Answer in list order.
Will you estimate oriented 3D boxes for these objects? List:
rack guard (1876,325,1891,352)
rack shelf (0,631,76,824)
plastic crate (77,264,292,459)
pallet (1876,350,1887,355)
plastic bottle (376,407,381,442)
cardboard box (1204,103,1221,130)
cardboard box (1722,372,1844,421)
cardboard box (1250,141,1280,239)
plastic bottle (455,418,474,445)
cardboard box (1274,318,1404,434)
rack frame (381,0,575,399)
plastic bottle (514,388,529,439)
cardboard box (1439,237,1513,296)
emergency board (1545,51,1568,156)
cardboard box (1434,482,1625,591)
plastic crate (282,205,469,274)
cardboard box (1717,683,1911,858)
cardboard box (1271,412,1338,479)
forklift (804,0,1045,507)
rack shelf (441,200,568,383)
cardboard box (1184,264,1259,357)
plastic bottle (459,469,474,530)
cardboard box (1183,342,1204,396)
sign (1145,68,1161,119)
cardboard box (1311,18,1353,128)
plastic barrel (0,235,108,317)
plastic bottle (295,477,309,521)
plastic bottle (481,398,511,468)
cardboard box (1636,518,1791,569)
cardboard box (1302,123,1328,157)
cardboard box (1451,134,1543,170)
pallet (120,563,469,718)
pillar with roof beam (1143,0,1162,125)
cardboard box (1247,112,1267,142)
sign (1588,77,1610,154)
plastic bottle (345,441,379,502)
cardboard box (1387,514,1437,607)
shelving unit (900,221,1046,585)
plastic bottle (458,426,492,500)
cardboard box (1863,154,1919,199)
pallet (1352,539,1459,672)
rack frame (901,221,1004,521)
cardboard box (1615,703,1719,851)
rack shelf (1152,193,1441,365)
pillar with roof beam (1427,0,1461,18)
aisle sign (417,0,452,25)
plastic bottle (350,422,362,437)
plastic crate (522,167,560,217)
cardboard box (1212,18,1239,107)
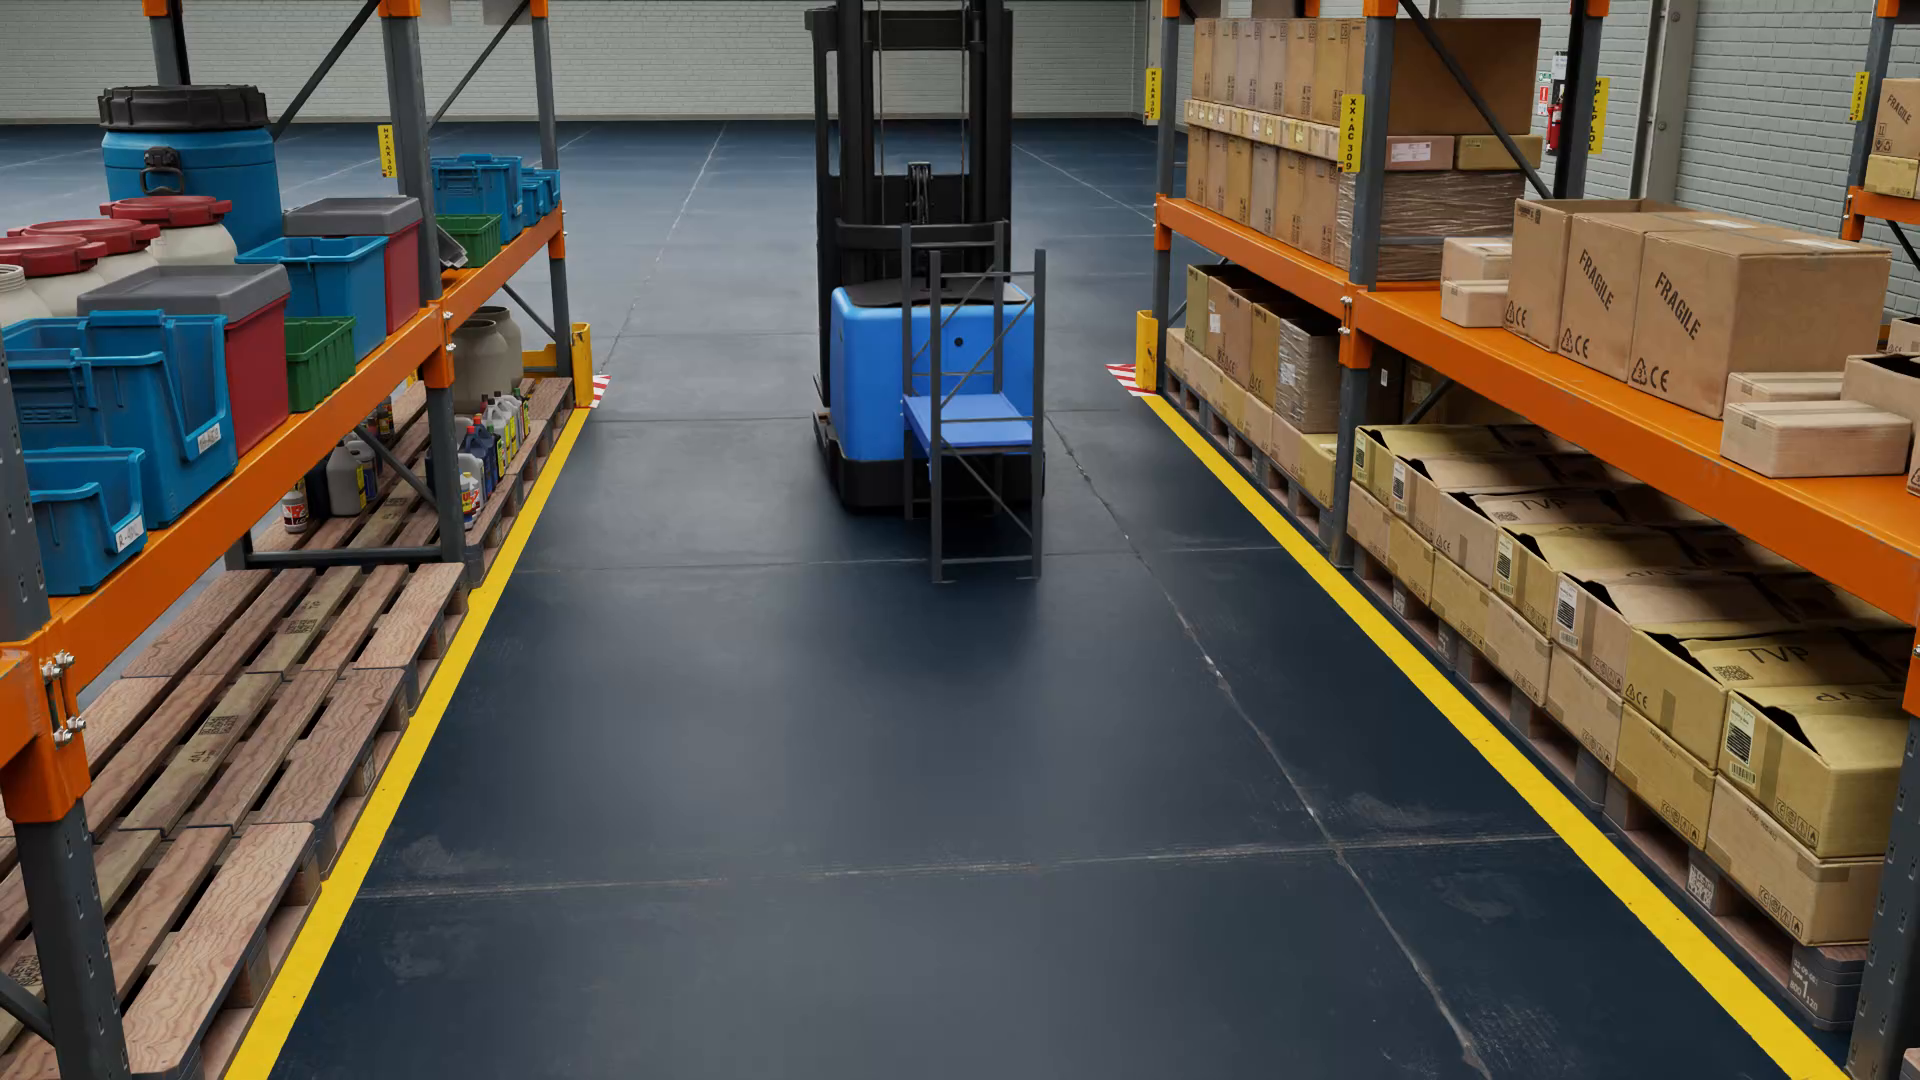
[{"bbox_3d":[6.764,-1.454,11.975,1.175,0.500,0.348,-2,18,-6],"label":"rack guard"},{"bbox_3d":[-2.067,0.959,1.316,1.077,0.370,4.000,-2,18,-6],"label":"rack shelf"},{"bbox_3d":[-2.135,-0.502,4.660,0.402,0.464,0.583,-2,18,-6],"label":"plastic crate"},{"bbox_3d":[6.813,-1.074,11.244,1.003,0.211,1.213,-2,18,-6],"label":"pallet"},{"bbox_3d":[-3.216,-0.660,9.071,0.061,0.283,0.133,-1,17,-5],"label":"plastic bottle"},{"bbox_3d":[1.710,-2.596,10.189,0.380,0.149,0.250,-2,18,-5],"label":"cardboard box"},{"bbox_3d":[2.467,-0.390,4.832,0.380,0.149,0.250,0,17,-2],"label":"cardboard box"},{"bbox_3d":[2.027,-1.963,9.254,0.700,0.500,0.500,-1,17,-4],"label":"cardboard box"},{"bbox_3d":[-2.564,-0.506,8.595,0.152,0.276,0.135,-2,18,-6],"label":"plastic bottle"},{"bbox_3d":[1.937,-0.851,8.517,0.500,0.500,0.500,-2,18,-6],"label":"cardboard box"},{"bbox_3d":[-3.098,-2.364,10.698,1.000,3.000,0.127,-2,18,-6],"label":"rack frame"},{"bbox_3d":[-2.442,-0.710,9.230,0.061,0.283,0.133,-1,17,-4],"label":"plastic bottle"},{"bbox_3d":[2.336,-1.107,6.946,0.500,0.250,0.500,-1,17,-2],"label":"cardboard box"},{"bbox_3d":[6.853,-5.013,19.137,0.194,1.169,0.643,-2,18,-6],"label":"emergency board"},{"bbox_3d":[2.138,-0.046,6.268,0.500,0.311,0.500,-2,18,-7],"label":"cardboard box"},{"bbox_3d":[-2.613,-1.302,7.421,0.767,0.338,0.504,-2,18,-6],"label":"plastic crate"},{"bbox_3d":[2.355,0.563,4.328,0.500,0.311,0.500,-1,17,-4],"label":"cardboard box"},{"bbox_3d":[1.935,-0.493,8.629,0.500,0.250,0.500,-2,18,-6],"label":"cardboard box"},{"bbox_3d":[-0.294,-1.967,9.549,1.130,2.935,3.031,-3,18,-8],"label":"forklift"},{"bbox_3d":[-2.892,-1.425,8.908,1.077,0.370,4.000,-2,18,-6],"label":"rack shelf"},{"bbox_3d":[1.717,-1.446,10.414,0.500,0.500,0.500,-2,18,-6],"label":"cardboard box"},{"bbox_3d":[-2.282,-0.189,7.590,0.097,0.271,0.097,0,17,0],"label":"plastic bottle"},{"bbox_3d":[1.719,-1.089,10.526,0.500,0.250,0.500,-2,18,-6],"label":"cardboard box"},{"bbox_3d":[1.277,-2.951,10.992,0.100,0.325,0.005,-2,18,-6],"label":"sign"},{"bbox_3d":[2.136,-2.273,8.077,0.700,0.500,0.500,-2,18,-6],"label":"cardboard box"},{"bbox_3d":[-2.685,-0.597,4.845,0.433,0.535,0.433,0,17,0],"label":"plastic barrel"},{"bbox_3d":[-3.063,-0.219,7.667,0.061,0.283,0.133,-1,17,-3],"label":"plastic bottle"},{"bbox_3d":[-2.419,-0.554,8.622,0.144,0.351,0.185,-2,18,-6],"label":"plastic bottle"},{"bbox_3d":[2.726,0.085,5.851,0.500,0.311,0.500,-2,18,-6],"label":"cardboard box"},{"bbox_3d":[1.920,-1.985,8.243,0.380,0.149,0.250,-2,18,-6],"label":"cardboard box"},{"bbox_3d":[2.407,-1.767,7.548,0.380,0.149,0.250,-2,18,-6],"label":"cardboard box"},{"bbox_3d":[-2.566,0.391,6.578,1.003,0.211,1.213,-2,18,-6],"label":"pallet"},{"bbox_3d":[0.313,-14.155,38.242,9.100,9.000,0.400,-2,18,-6],"label":"pillar with roof beam"},{"bbox_3d":[1.813,-2.291,9.218,0.380,0.149,0.250,-2,18,-5],"label":"cardboard box"},{"bbox_3d":[2.781,-1.858,7.287,0.100,0.325,0.005,-2,18,-6],"label":"sign"},{"bbox_3d":[-2.914,-0.335,8.048,0.152,0.276,0.135,-2,18,-6],"label":"plastic bottle"},{"bbox_3d":[2.088,0.068,6.843,0.500,0.250,0.500,-1,17,-4],"label":"cardboard box"},{"bbox_3d":[0.042,-0.677,7.830,0.538,1.500,1.048,-3,18,-8],"label":"shelving unit"},{"bbox_3d":[-2.356,-0.371,8.040,0.144,0.351,0.185,-1,17,-4],"label":"plastic bottle"},{"bbox_3d":[6.491,-2.453,11.198,0.500,0.250,0.500,-2,18,-7],"label":"cardboard box"},{"bbox_3d":[2.357,0.225,7.108,1.003,0.211,1.213,-2,18,-6],"label":"pallet"},{"bbox_3d":[-0.035,-0.828,8.310,0.500,1.500,0.032,-3,18,-8],"label":"rack frame"},{"bbox_3d":[2.301,0.677,4.903,0.500,0.250,0.500,-2,18,-6],"label":"cardboard box"},{"bbox_3d":[2.036,-1.576,9.392,1.077,0.370,4.000,-2,18,-6],"label":"rack shelf"},{"bbox_3d":[2.169,-8.792,21.160,9.100,9.000,0.400,-2,18,-6],"label":"pillar with roof beam"},{"bbox_3d":[-3.397,-3.616,10.348,0.394,0.787,0.004,-2,18,-6],"label":"aisle sign"},{"bbox_3d":[-3.105,-0.467,8.470,0.152,0.276,0.135,-1,17,-5],"label":"plastic bottle"},{"bbox_3d":[-2.749,-2.153,10.275,0.499,0.251,0.616,-2,18,-6],"label":"plastic crate"},{"bbox_3d":[1.930,-2.870,9.980,0.700,0.500,0.500,-2,18,-7],"label":"cardboard box"}]
